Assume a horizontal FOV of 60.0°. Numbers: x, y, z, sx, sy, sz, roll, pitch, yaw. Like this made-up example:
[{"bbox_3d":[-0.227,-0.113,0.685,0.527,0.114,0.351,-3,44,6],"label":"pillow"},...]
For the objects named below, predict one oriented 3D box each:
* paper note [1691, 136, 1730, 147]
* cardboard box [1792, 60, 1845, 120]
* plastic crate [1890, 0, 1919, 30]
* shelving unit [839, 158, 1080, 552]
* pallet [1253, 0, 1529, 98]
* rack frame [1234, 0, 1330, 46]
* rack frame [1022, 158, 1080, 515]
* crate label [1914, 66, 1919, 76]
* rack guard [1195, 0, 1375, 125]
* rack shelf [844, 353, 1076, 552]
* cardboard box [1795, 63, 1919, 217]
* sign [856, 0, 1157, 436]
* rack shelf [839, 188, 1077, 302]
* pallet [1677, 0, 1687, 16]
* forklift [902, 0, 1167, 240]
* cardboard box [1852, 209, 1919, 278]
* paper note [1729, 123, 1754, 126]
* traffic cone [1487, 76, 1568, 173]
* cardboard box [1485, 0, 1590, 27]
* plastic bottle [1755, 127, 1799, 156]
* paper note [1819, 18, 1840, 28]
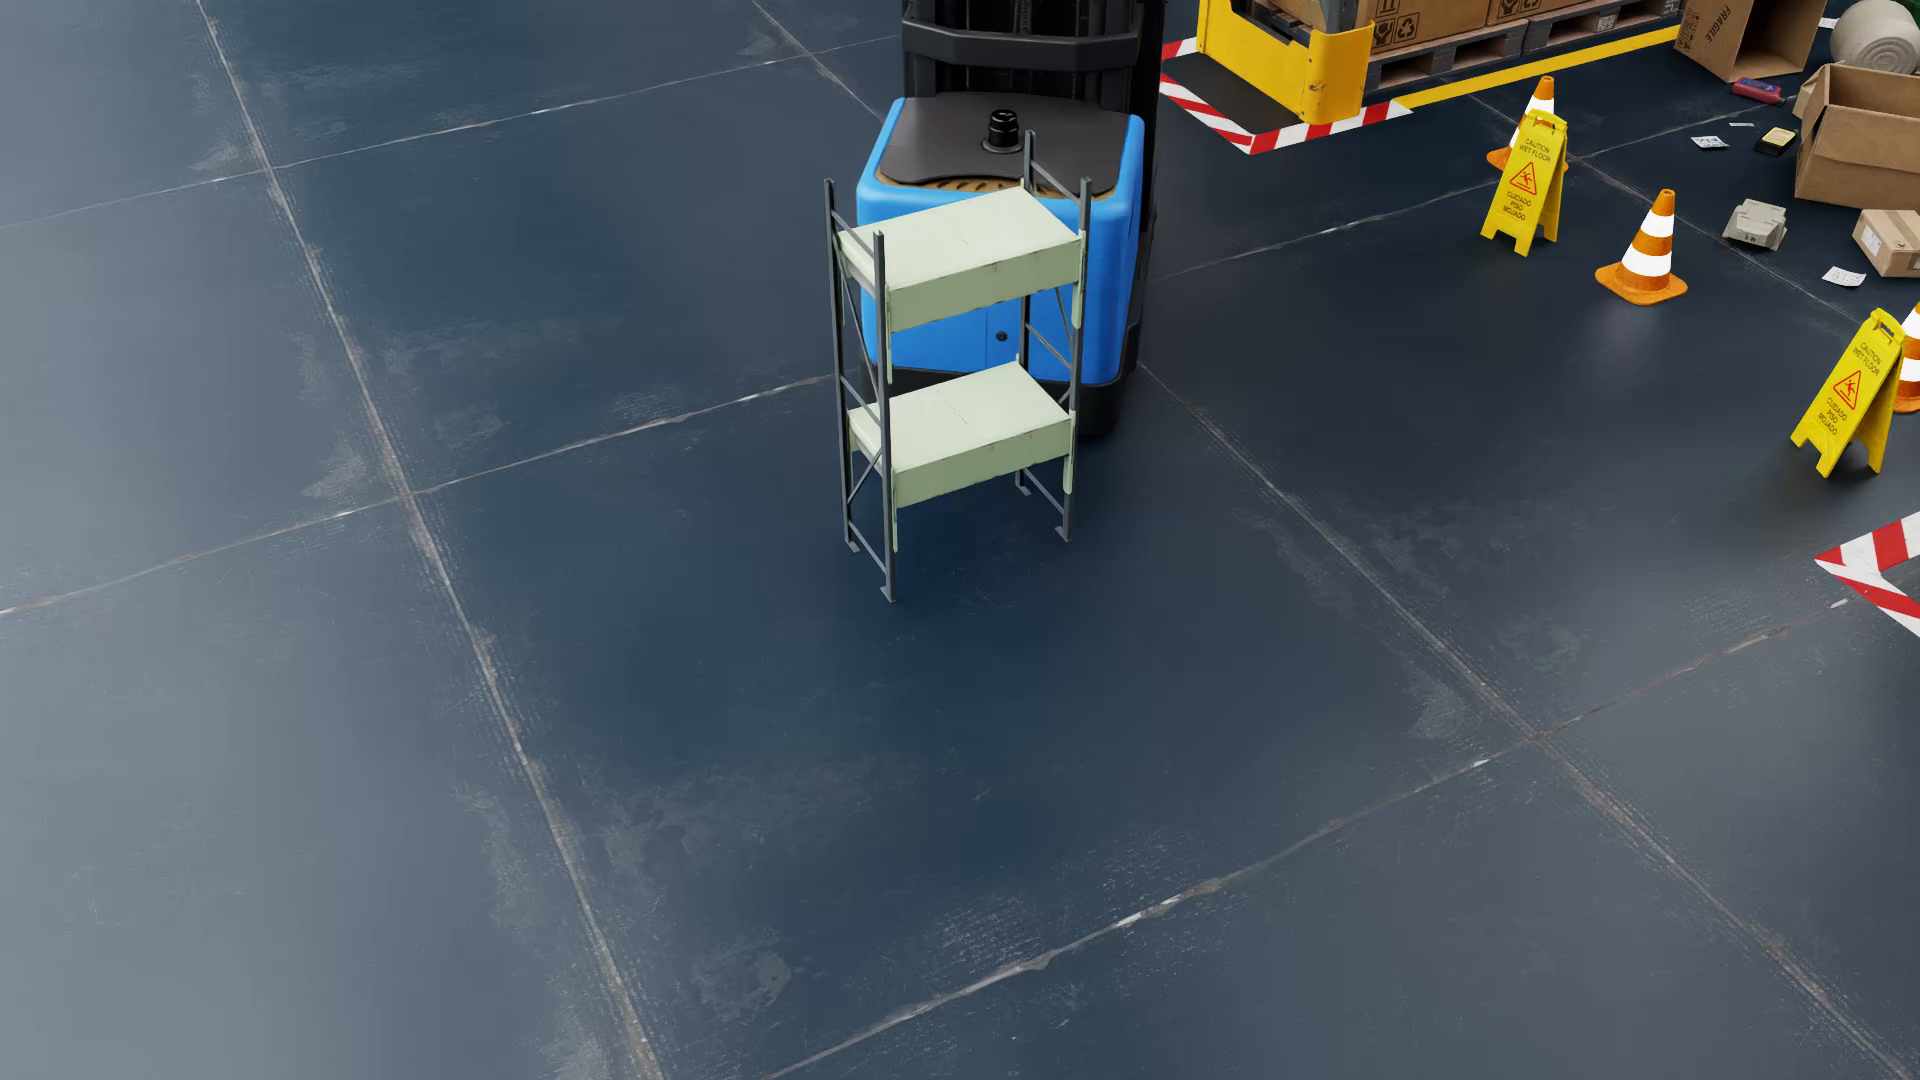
[{"bbox_3d":[3.920,-2.081,8.686,0.142,0.017,0.144,-5,40,-6],"label":"paper note"},{"bbox_3d":[4.656,-2.314,8.778,0.258,0.266,0.396,-12,42,-13],"label":"cardboard box"},{"bbox_3d":[5.781,-3.072,9.689,0.662,0.188,0.450,2,30,2],"label":"plastic crate"},{"bbox_3d":[-0.001,-0.572,5.765,0.731,1.308,0.431,-19,44,-21],"label":"shelving unit"},{"bbox_3d":[2.455,-2.951,9.573,1.213,0.211,1.003,-19,44,-21],"label":"pallet"},{"bbox_3d":[1.780,-3.734,8.339,0.053,2.616,0.949,-19,44,-21],"label":"rack frame"},{"bbox_3d":[0.319,-0.679,5.891,0.010,1.308,0.380,-19,44,-21],"label":"rack frame"},{"bbox_3d":[5.477,-2.715,9.352,0.298,0.136,0.250,15,42,17],"label":"crate label"},{"bbox_3d":[1.761,-2.771,9.136,0.348,0.500,1.175,-19,44,-21],"label":"rack guard"},{"bbox_3d":[-0.006,-0.322,5.974,0.720,0.370,0.431,-19,44,-21],"label":"rack shelf"},{"bbox_3d":[4.547,-1.948,8.161,0.797,0.503,0.637,15,42,17],"label":"cardboard box"},{"bbox_3d":[0.250,-2.079,6.518,2.025,2.768,2.177,-19,44,-21],"label":"sign"},{"bbox_3d":[-0.006,-0.943,5.448,0.686,0.124,0.368,-19,44,-21],"label":"rack shelf"},{"bbox_3d":[4.619,-3.679,10.433,1.213,0.211,1.003,-19,44,-21],"label":"pallet"},{"bbox_3d":[0.347,-2.488,6.920,1.121,2.935,3.031,6,41,7],"label":"forklift"},{"bbox_3d":[4.387,-1.386,7.772,0.250,0.149,0.380,2,40,2],"label":"cardboard box"},{"bbox_3d":[4.163,-2.212,8.855,0.123,0.001,0.032,2,40,2],"label":"paper note"},{"bbox_3d":[2.909,-2.108,8.383,0.334,0.463,0.336,-19,44,-21],"label":"traffic cone"},{"bbox_3d":[3.132,-3.585,9.483,0.875,0.875,0.875,-19,44,-21],"label":"cardboard box"},{"bbox_3d":[4.269,-2.091,8.673,0.133,0.061,0.283,31,49,31],"label":"plastic bottle"},{"bbox_3d":[5.152,-3.073,9.856,0.147,0.020,0.142,15,42,17],"label":"paper note"}]
